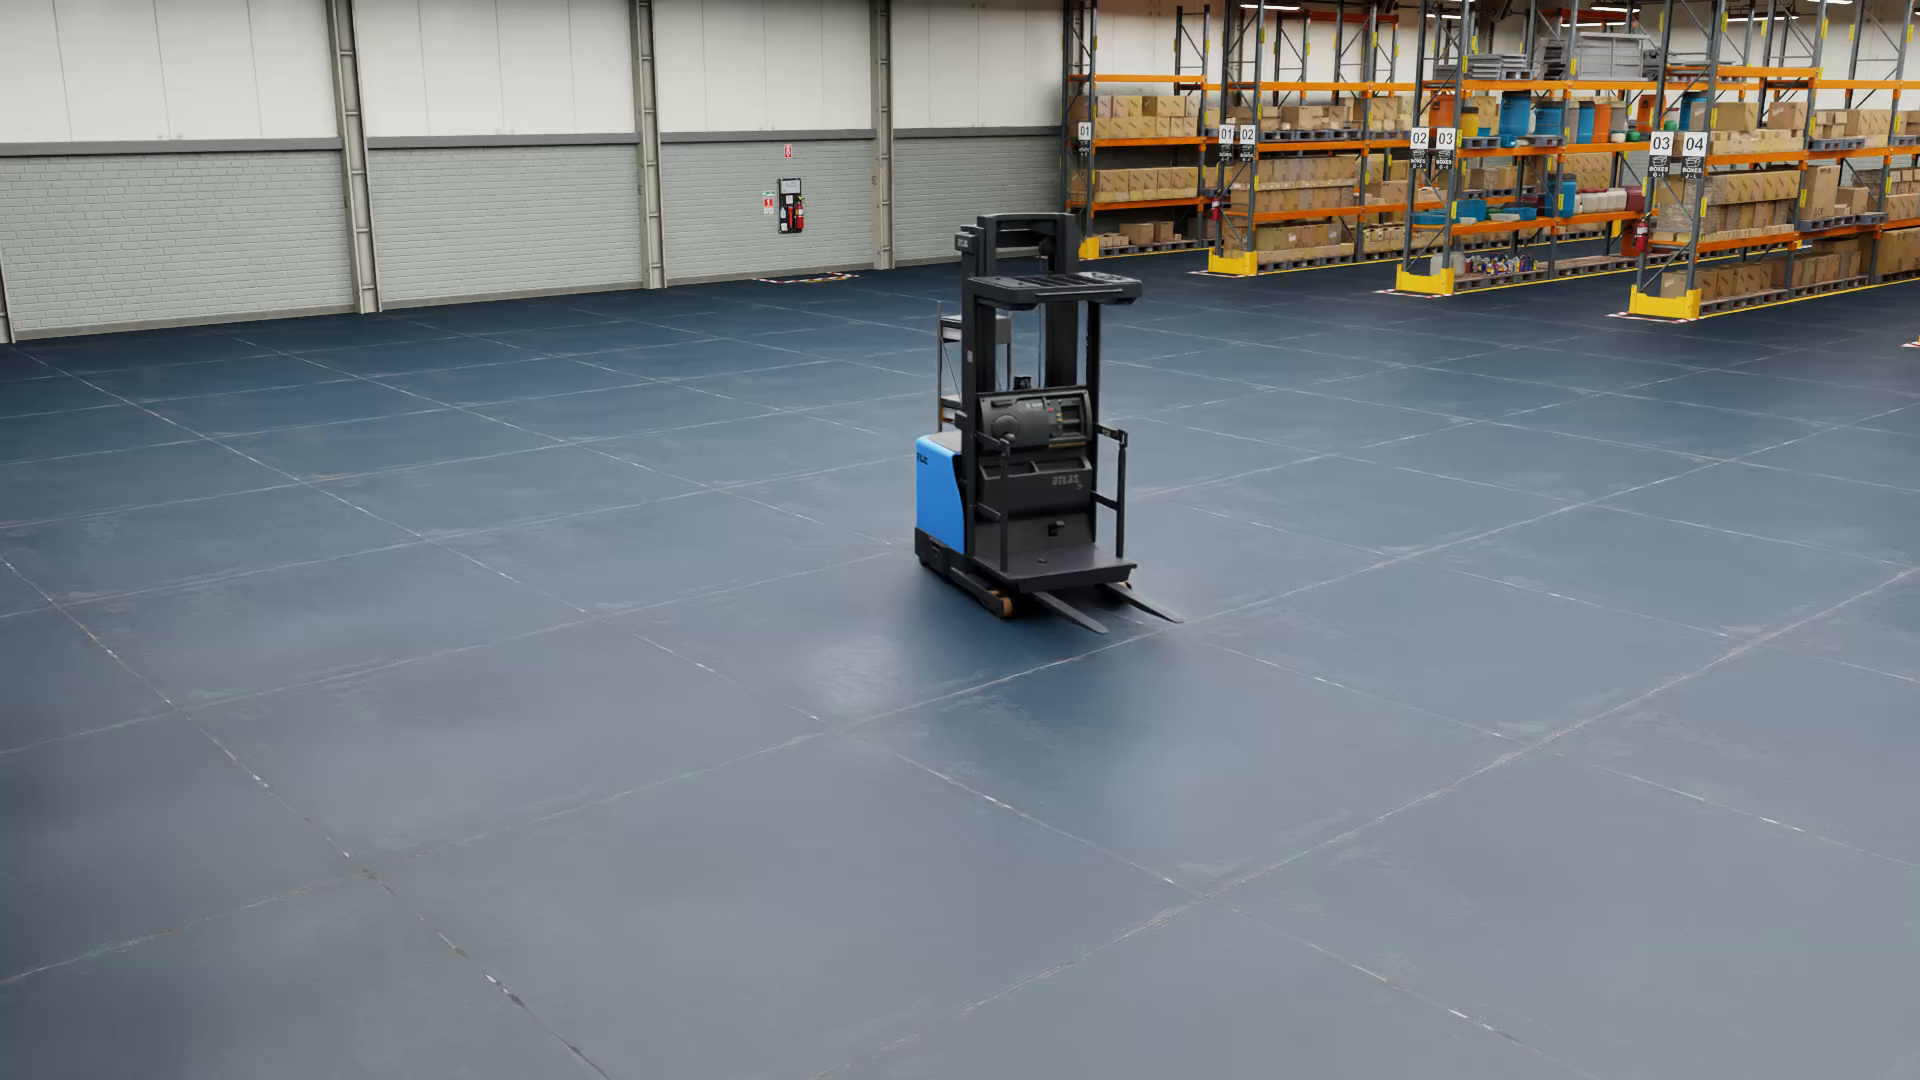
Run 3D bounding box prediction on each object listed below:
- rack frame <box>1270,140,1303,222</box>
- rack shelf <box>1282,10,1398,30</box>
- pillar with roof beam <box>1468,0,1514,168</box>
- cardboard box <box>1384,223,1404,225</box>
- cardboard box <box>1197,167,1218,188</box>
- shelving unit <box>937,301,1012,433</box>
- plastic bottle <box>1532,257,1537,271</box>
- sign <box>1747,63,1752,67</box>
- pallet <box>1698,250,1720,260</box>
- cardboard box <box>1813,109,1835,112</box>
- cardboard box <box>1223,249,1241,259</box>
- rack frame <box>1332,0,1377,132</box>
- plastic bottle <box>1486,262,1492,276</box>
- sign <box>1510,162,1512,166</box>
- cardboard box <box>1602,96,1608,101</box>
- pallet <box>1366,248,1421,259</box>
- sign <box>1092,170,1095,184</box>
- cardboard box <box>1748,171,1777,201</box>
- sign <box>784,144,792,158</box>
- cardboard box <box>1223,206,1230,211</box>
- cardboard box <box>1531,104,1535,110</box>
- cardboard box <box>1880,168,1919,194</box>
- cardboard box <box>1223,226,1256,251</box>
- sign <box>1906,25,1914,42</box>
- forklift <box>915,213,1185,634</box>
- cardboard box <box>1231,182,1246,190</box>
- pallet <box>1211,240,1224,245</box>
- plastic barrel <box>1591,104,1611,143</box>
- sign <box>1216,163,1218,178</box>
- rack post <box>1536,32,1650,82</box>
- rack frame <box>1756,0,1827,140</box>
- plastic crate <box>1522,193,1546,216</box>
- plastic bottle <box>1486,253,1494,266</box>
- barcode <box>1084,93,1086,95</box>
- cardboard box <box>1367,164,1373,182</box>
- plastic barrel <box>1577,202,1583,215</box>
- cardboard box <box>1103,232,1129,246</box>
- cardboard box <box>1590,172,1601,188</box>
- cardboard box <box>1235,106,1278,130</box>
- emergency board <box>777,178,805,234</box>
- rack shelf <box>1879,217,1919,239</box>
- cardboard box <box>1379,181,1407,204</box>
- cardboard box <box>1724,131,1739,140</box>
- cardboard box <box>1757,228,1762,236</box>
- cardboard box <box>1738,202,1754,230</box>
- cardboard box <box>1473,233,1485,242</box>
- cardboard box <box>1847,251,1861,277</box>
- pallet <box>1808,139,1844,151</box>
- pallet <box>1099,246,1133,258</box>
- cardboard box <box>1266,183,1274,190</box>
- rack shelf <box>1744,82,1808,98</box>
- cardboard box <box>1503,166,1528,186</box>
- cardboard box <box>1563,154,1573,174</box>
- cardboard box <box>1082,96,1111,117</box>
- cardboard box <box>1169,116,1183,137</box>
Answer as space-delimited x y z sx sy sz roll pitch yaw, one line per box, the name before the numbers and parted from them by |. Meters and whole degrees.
rack frame | 8.863 -9.727 45.355 0.127 3.000 1.000 -13 19 -39
rack shelf | 10.371 -14.223 45.513 4.000 0.370 1.077 -13 19 -39
pillar with roof beam | 19.193 -13.769 48.859 0.548 9.000 9.100 -13 19 -39
cardboard box | 10.752 -7.701 41.196 0.500 0.311 0.500 -13 20 -41
cardboard box | 6.251 -9.390 43.046 0.500 0.500 0.700 -13 19 -39
shelving unit | 0.125 -1.042 14.584 0.503 2.100 0.431 -13 19 -39
plastic bottle | 12.202 -5.876 35.346 0.133 0.283 0.061 -11 19 -37
sign | 18.743 -11.166 39.522 0.005 0.325 0.100 -13 19 -39
pallet | 17.774 -7.007 40.572 1.213 0.211 1.003 -13 19 -39
cardboard box | 17.334 -8.372 33.306 0.500 0.500 0.500 -13 20 -41
cardboard box | 6.293 -6.431 37.529 0.500 0.250 0.500 -13 19 -39
rack frame | 9.100 -10.985 38.436 0.127 3.000 1.000 -13 19 -39
plastic bottle | 10.903 -5.584 34.279 0.097 0.271 0.097 0 15 0
sign | 14.773 -9.964 44.562 0.005 0.325 0.100 -13 19 -39
cardboard box | 17.343 -11.941 45.698 0.500 0.500 0.700 -13 19 -39
pallet | 10.551 -7.079 40.843 1.213 0.211 1.003 -13 19 -39
sign | 3.184 -8.685 39.774 0.005 0.325 0.100 -13 19 -39
cardboard box | 14.687 -6.533 30.687 0.500 0.500 0.500 -13 19 -39
sign | -3.699 -8.370 35.779 0.199 0.298 0.001 -13 19 -39
cardboard box | 7.109 -8.709 44.080 0.500 0.250 0.500 -13 20 -41
cardboard box | 14.706 -11.119 43.551 0.600 0.600 0.600 14 20 42
cardboard box | 20.174 -7.713 35.675 0.637 0.503 0.797 -12 19 -38
cardboard box | 6.291 -6.794 37.434 0.500 0.500 0.500 -13 19 -39
sign | 18.981 -10.118 33.230 0.005 0.325 0.100 -13 19 -39
forklift | 0.673 -0.949 12.623 1.130 2.935 3.031 -6 16 -23
cardboard box | 6.245 -7.872 36.958 0.250 0.149 0.380 -13 20 -40
pallet | 7.352 -8.043 44.450 1.213 0.211 1.003 -13 19 -39
plastic barrel | 14.110 -9.248 36.914 0.708 0.830 0.600 -13 19 -39
sign | 5.736 -8.190 36.897 0.005 0.325 0.100 -13 19 -39
rack post | 13.777 -10.466 36.109 3.121 1.000 1.013 -13 19 -39
rack frame | 15.600 -9.055 31.213 0.127 3.000 1.000 -13 19 -39
plastic crate | 12.513 -7.294 36.119 0.583 0.464 0.402 -13 19 -39
plastic bottle | 11.325 -5.966 35.553 0.185 0.351 0.144 -14 20 -42
barcode | 3.035 -10.860 40.489 0.075 0.075 0.001 -13 19 -39
cardboard box | 11.319 -10.391 47.030 0.500 0.500 0.500 -12 19 -39
plastic barrel | 13.448 -7.249 36.343 0.301 0.262 0.301 0 15 0
cardboard box | 3.839 -7.482 41.306 0.500 0.311 0.500 -11 18 -35
cardboard box | 17.224 -9.866 45.681 0.500 0.500 0.500 -12 19 -39
cardboard box | 6.518 -9.275 36.562 0.637 0.503 0.797 -11 18 -36
emergency board | -3.628 -7.232 36.011 0.643 1.169 0.194 -13 19 -39
rack shelf | 20.126 -6.826 35.886 4.000 0.370 1.077 -13 19 -39
cardboard box | 10.465 -8.435 40.324 0.500 0.500 0.500 -13 19 -39
cardboard box | 13.563 -7.174 29.502 0.250 0.149 0.380 -12 19 -37
cardboard box | 14.655 -5.740 30.913 0.250 0.149 0.380 -13 19 -39
cardboard box | 14.104 -6.026 30.727 0.500 0.500 0.875 -13 19 -39
cardboard box | 13.039 -7.880 42.429 0.500 0.500 0.500 -14 20 -41
cardboard box | 18.125 -5.722 34.351 0.500 0.500 0.700 -14 20 -42
pallet | 16.135 -7.599 31.939 1.003 0.211 1.213 -13 19 -39
pallet | 3.521 -7.169 41.179 1.213 0.211 1.003 -13 19 -39
cardboard box | 6.717 -7.840 36.838 0.250 0.149 0.380 -13 20 -41
rack shelf | 19.892 -11.173 41.310 4.000 0.370 1.077 -13 19 -39
cardboard box | 14.630 -9.656 44.079 0.700 0.500 0.500 8 17 28
cardboard box | 16.064 -10.085 44.563 0.500 0.500 0.500 -13 20 -41
cardboard box | 3.277 -10.380 39.817 0.500 0.500 0.500 14 21 43
cardboard box | 5.236 -10.340 41.603 0.500 0.500 0.500 14 20 42
